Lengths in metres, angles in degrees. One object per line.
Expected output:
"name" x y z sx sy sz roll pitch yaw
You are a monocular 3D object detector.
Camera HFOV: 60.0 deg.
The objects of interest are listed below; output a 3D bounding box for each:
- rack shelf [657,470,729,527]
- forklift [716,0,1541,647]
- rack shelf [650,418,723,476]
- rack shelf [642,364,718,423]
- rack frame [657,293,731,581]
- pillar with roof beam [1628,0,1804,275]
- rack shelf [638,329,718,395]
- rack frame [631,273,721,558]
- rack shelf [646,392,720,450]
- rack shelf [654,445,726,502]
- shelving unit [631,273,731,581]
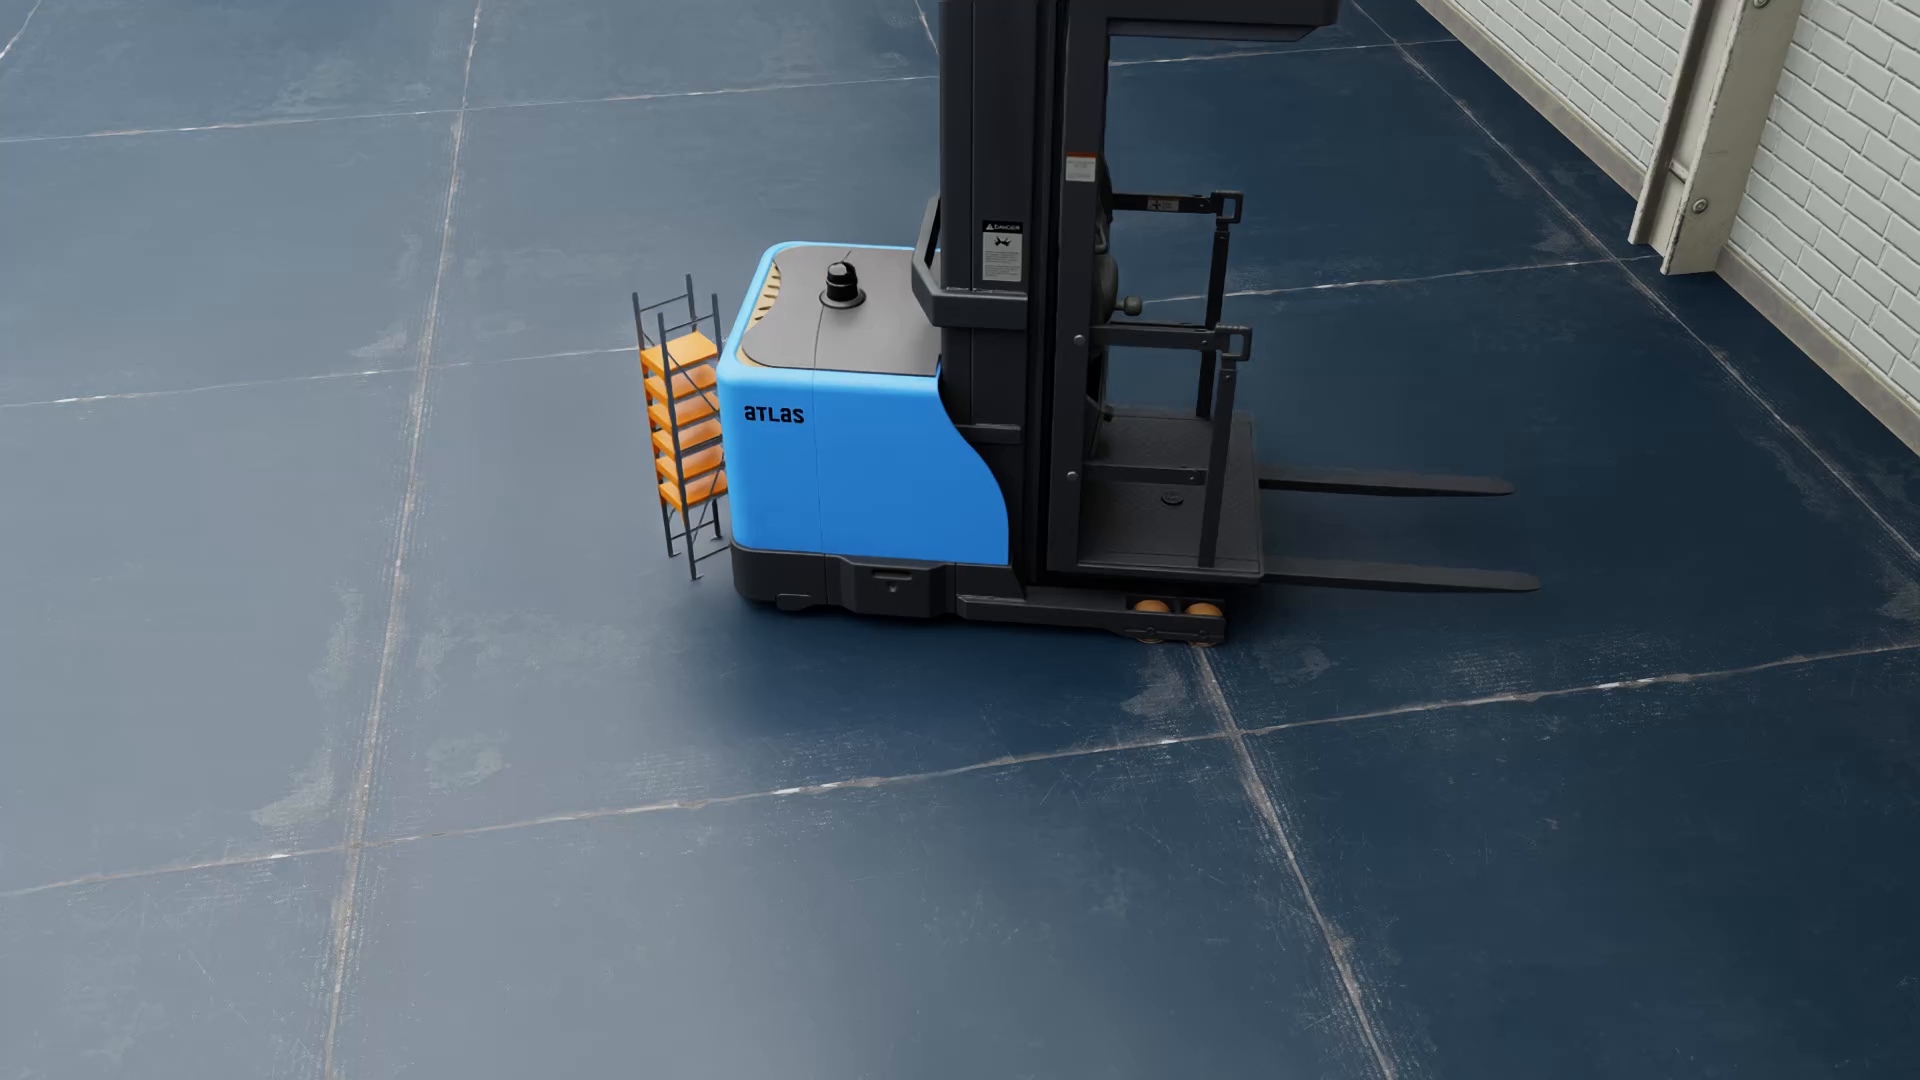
"rack shelf" -1.017 -0.179 6.466 0.258 0.103 0.180 -25 44 -29
"forklift" 0.681 -1.101 5.778 3.031 2.935 1.130 4 38 5
"rack shelf" -1.017 -0.369 6.319 0.258 0.103 0.180 -25 44 -29
"rack shelf" -1.018 -0.560 6.173 0.258 0.103 0.180 -25 44 -29
"rack frame" -0.962 -0.360 6.234 0.240 1.200 0.006 -25 44 -29
"pillar with roof beam" -0.522 -4.578 5.308 9.100 9.000 0.400 -6 38 -8
"rack shelf" -1.018 -0.655 6.099 0.258 0.103 0.180 -25 44 -29
"rack frame" -1.073 -0.449 6.350 0.240 1.200 0.006 -25 44 -29
"rack shelf" -1.018 -0.465 6.246 0.258 0.103 0.180 -25 44 -29
"rack shelf" -1.017 -0.274 6.392 0.258 0.103 0.180 -25 44 -29
"shelving unit" -1.018 -0.405 6.292 0.258 1.200 0.189 -25 44 -29
